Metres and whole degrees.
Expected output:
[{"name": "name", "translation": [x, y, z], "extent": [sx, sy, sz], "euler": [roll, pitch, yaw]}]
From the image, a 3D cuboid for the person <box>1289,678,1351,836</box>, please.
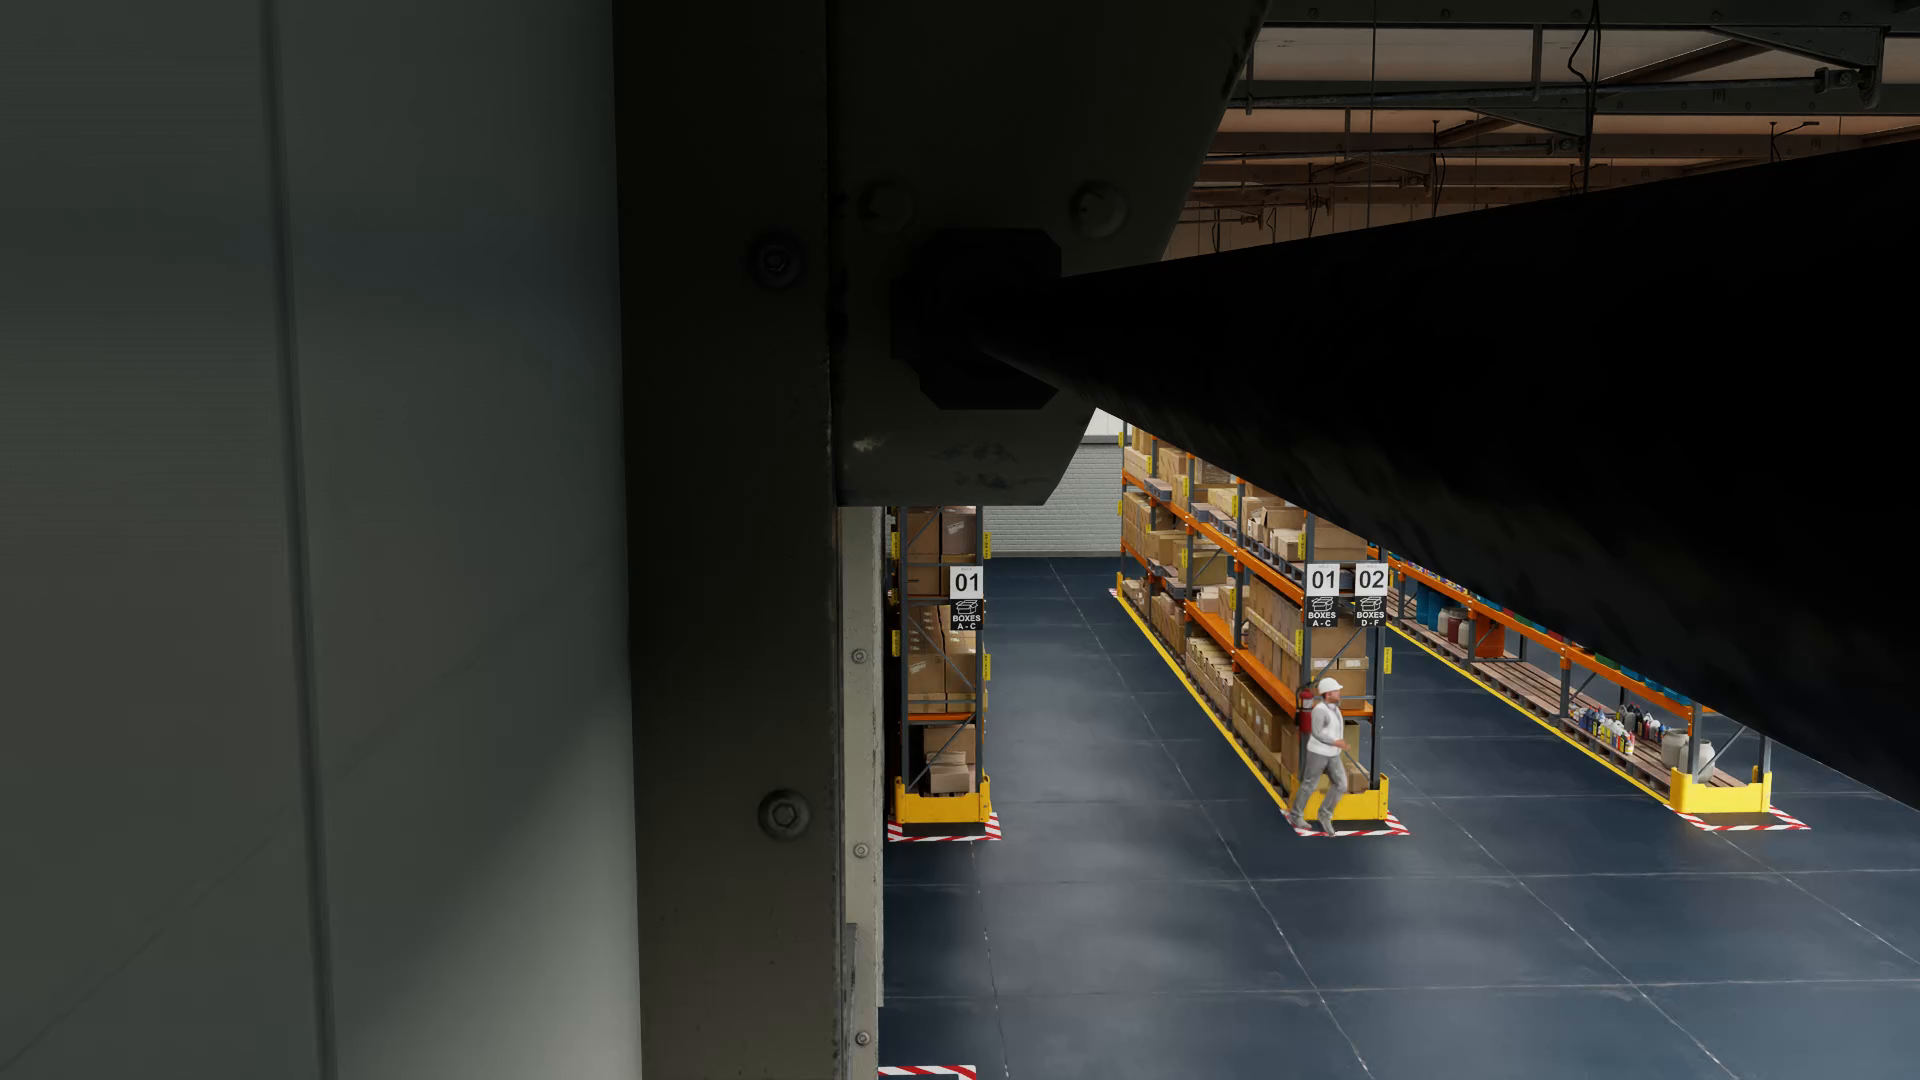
[{"name": "person", "translation": [4.245, 2.510, 19.308], "extent": [0.690, 1.859, 0.697], "euler": [6, 10, 36]}]
